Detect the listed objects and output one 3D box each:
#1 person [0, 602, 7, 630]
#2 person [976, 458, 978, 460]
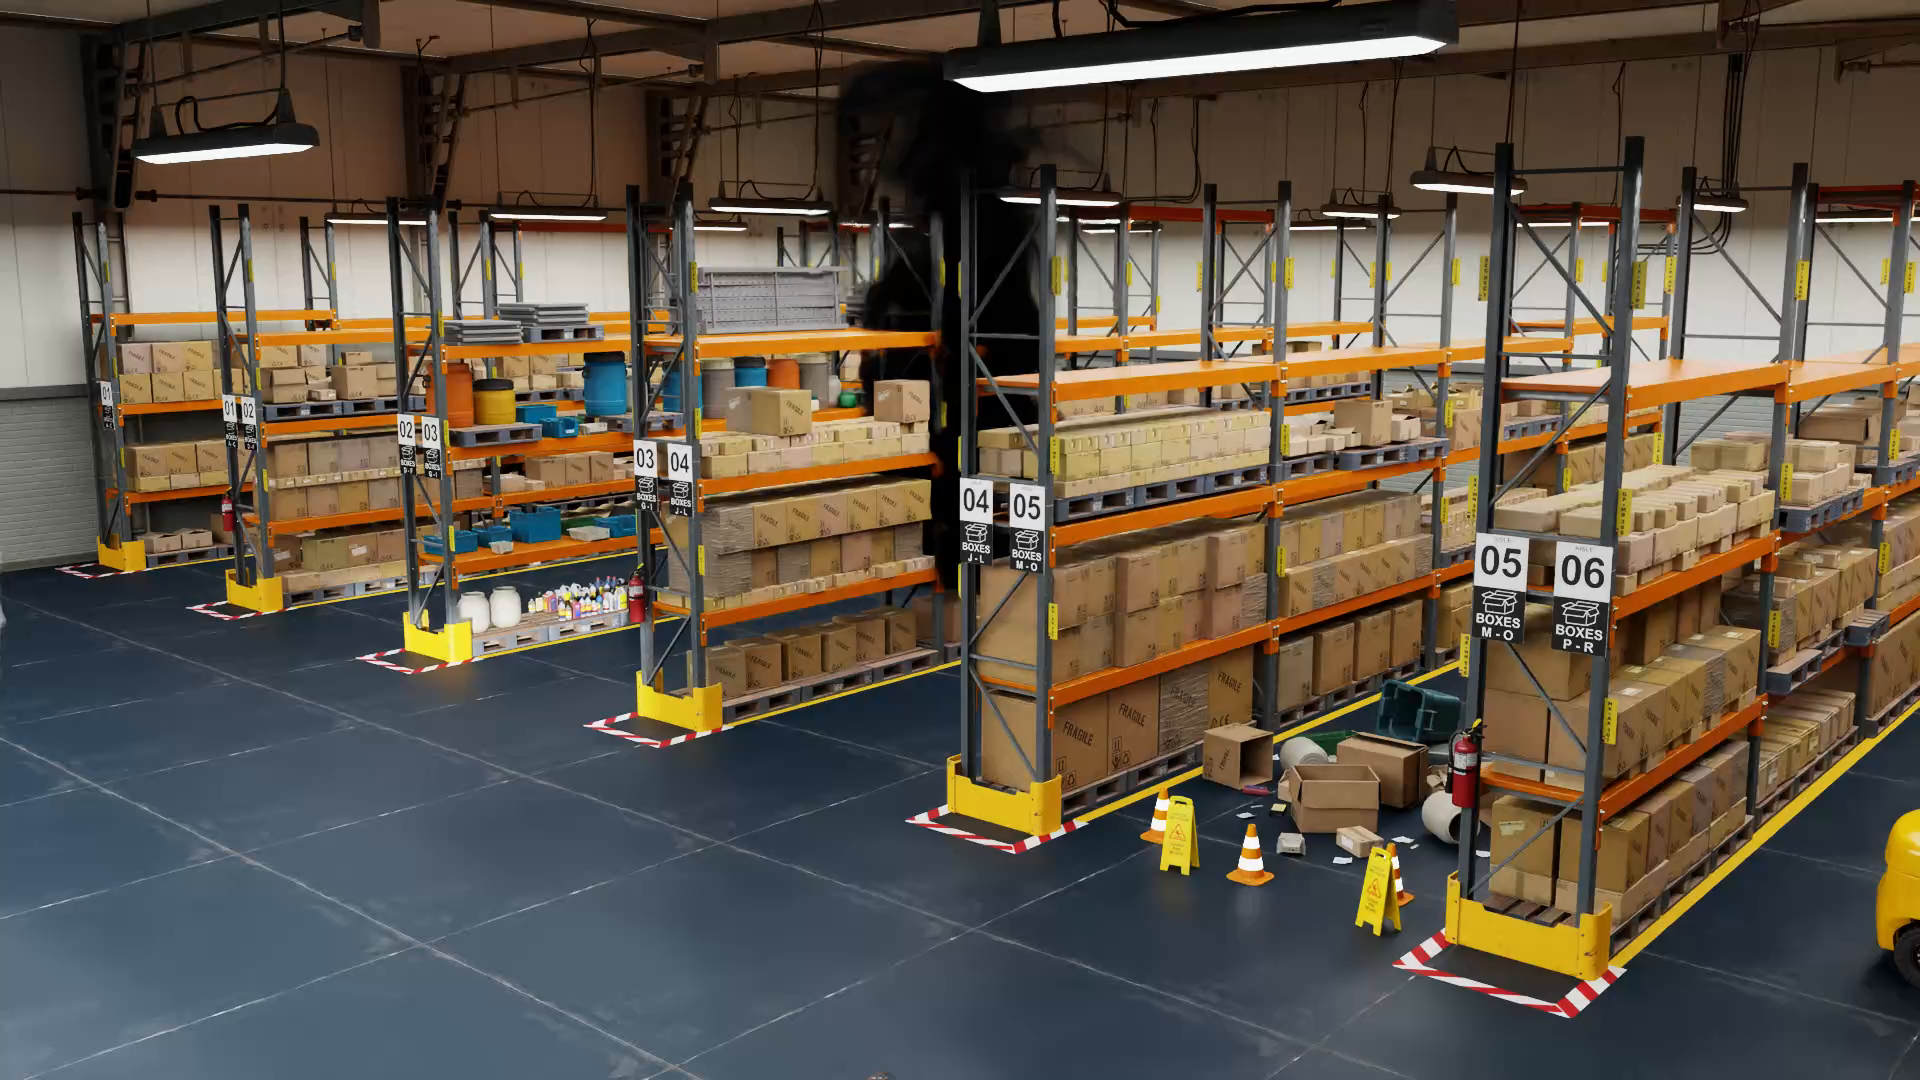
[{"bbox_3d":[-11.044,1.212,18.680,0.629,1.771,0.693,-7,12,-35],"label":"person"},{"bbox_3d":[0.533,-1.508,35.168,0.606,1.681,0.676,5,11,30],"label":"person"}]
